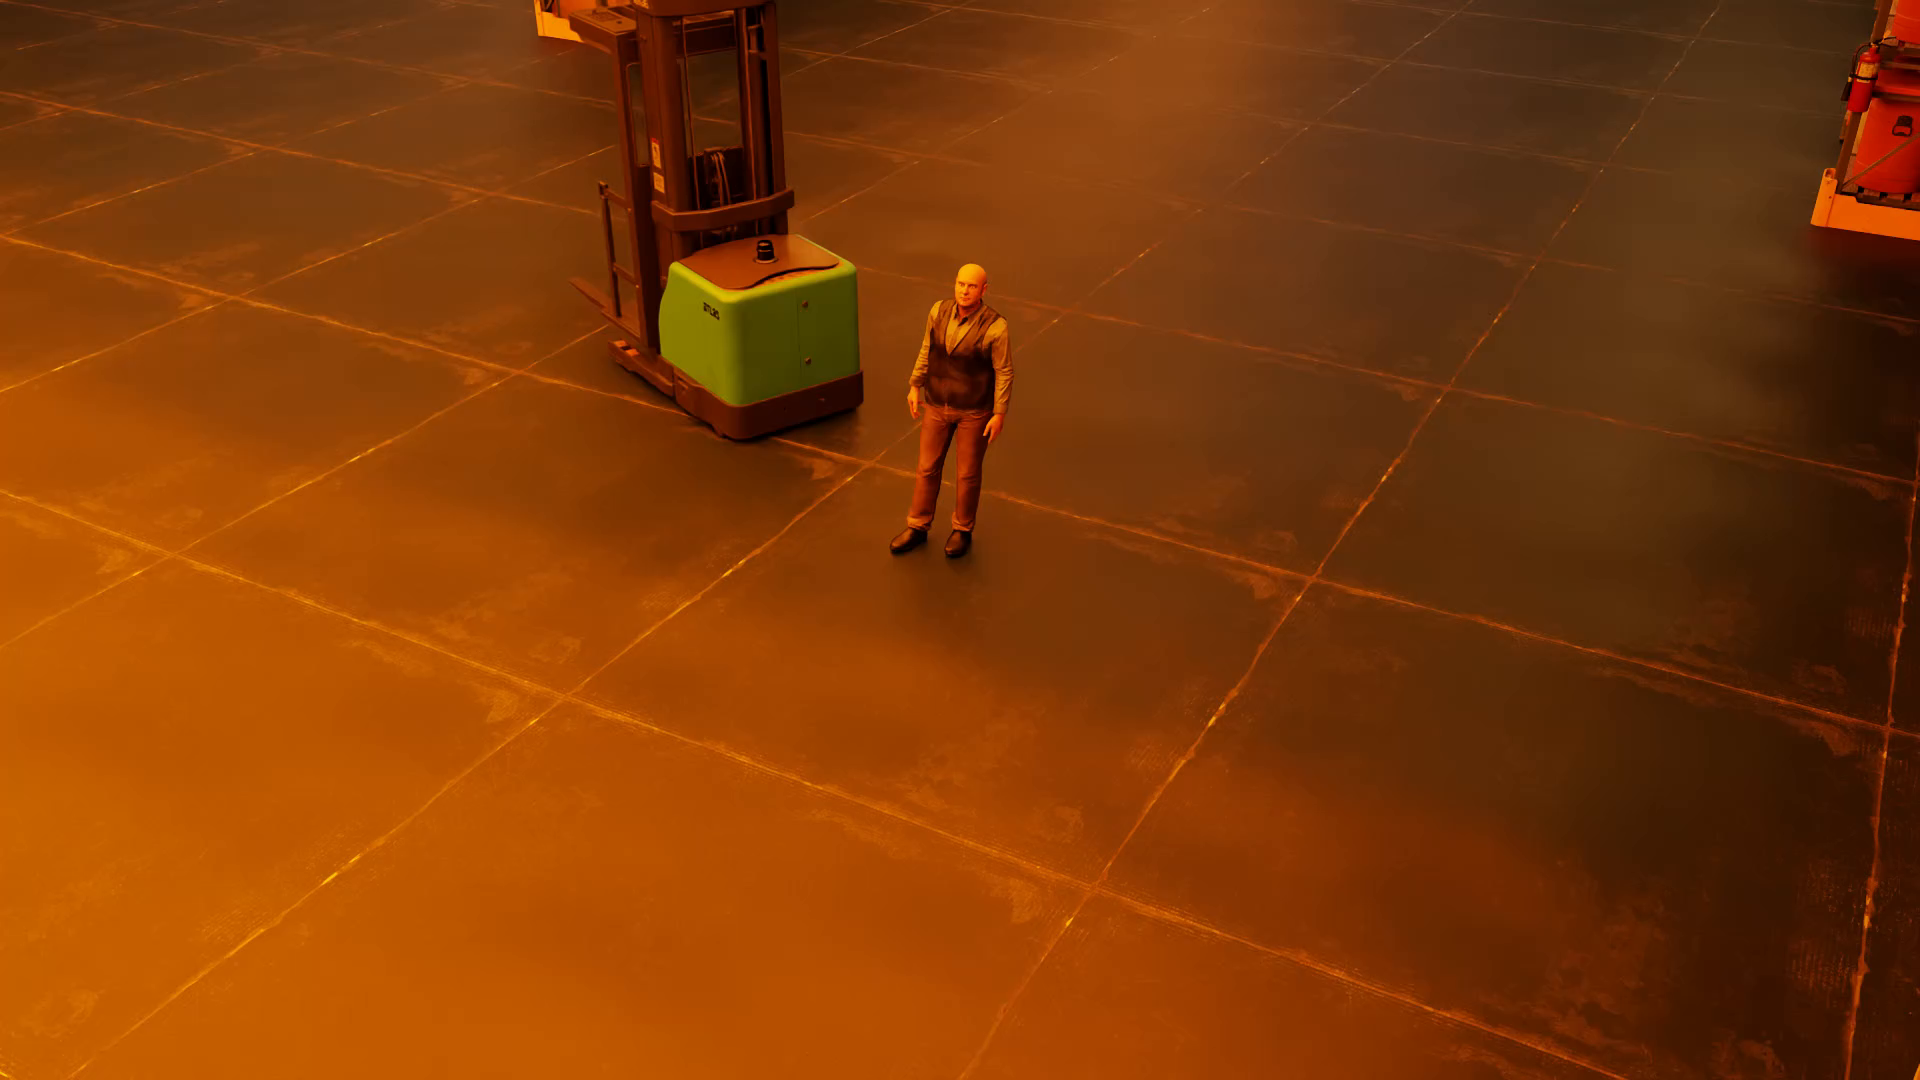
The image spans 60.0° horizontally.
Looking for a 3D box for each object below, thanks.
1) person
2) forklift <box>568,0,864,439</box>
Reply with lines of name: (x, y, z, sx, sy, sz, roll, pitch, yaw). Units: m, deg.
person: (-0.037, -0.726, 9.524, 0.633, 1.722, 0.566, 15, 33, 25)
forklift: (-1.935, -2.620, 11.610, 1.130, 2.935, 3.031, -20, 35, -30)
